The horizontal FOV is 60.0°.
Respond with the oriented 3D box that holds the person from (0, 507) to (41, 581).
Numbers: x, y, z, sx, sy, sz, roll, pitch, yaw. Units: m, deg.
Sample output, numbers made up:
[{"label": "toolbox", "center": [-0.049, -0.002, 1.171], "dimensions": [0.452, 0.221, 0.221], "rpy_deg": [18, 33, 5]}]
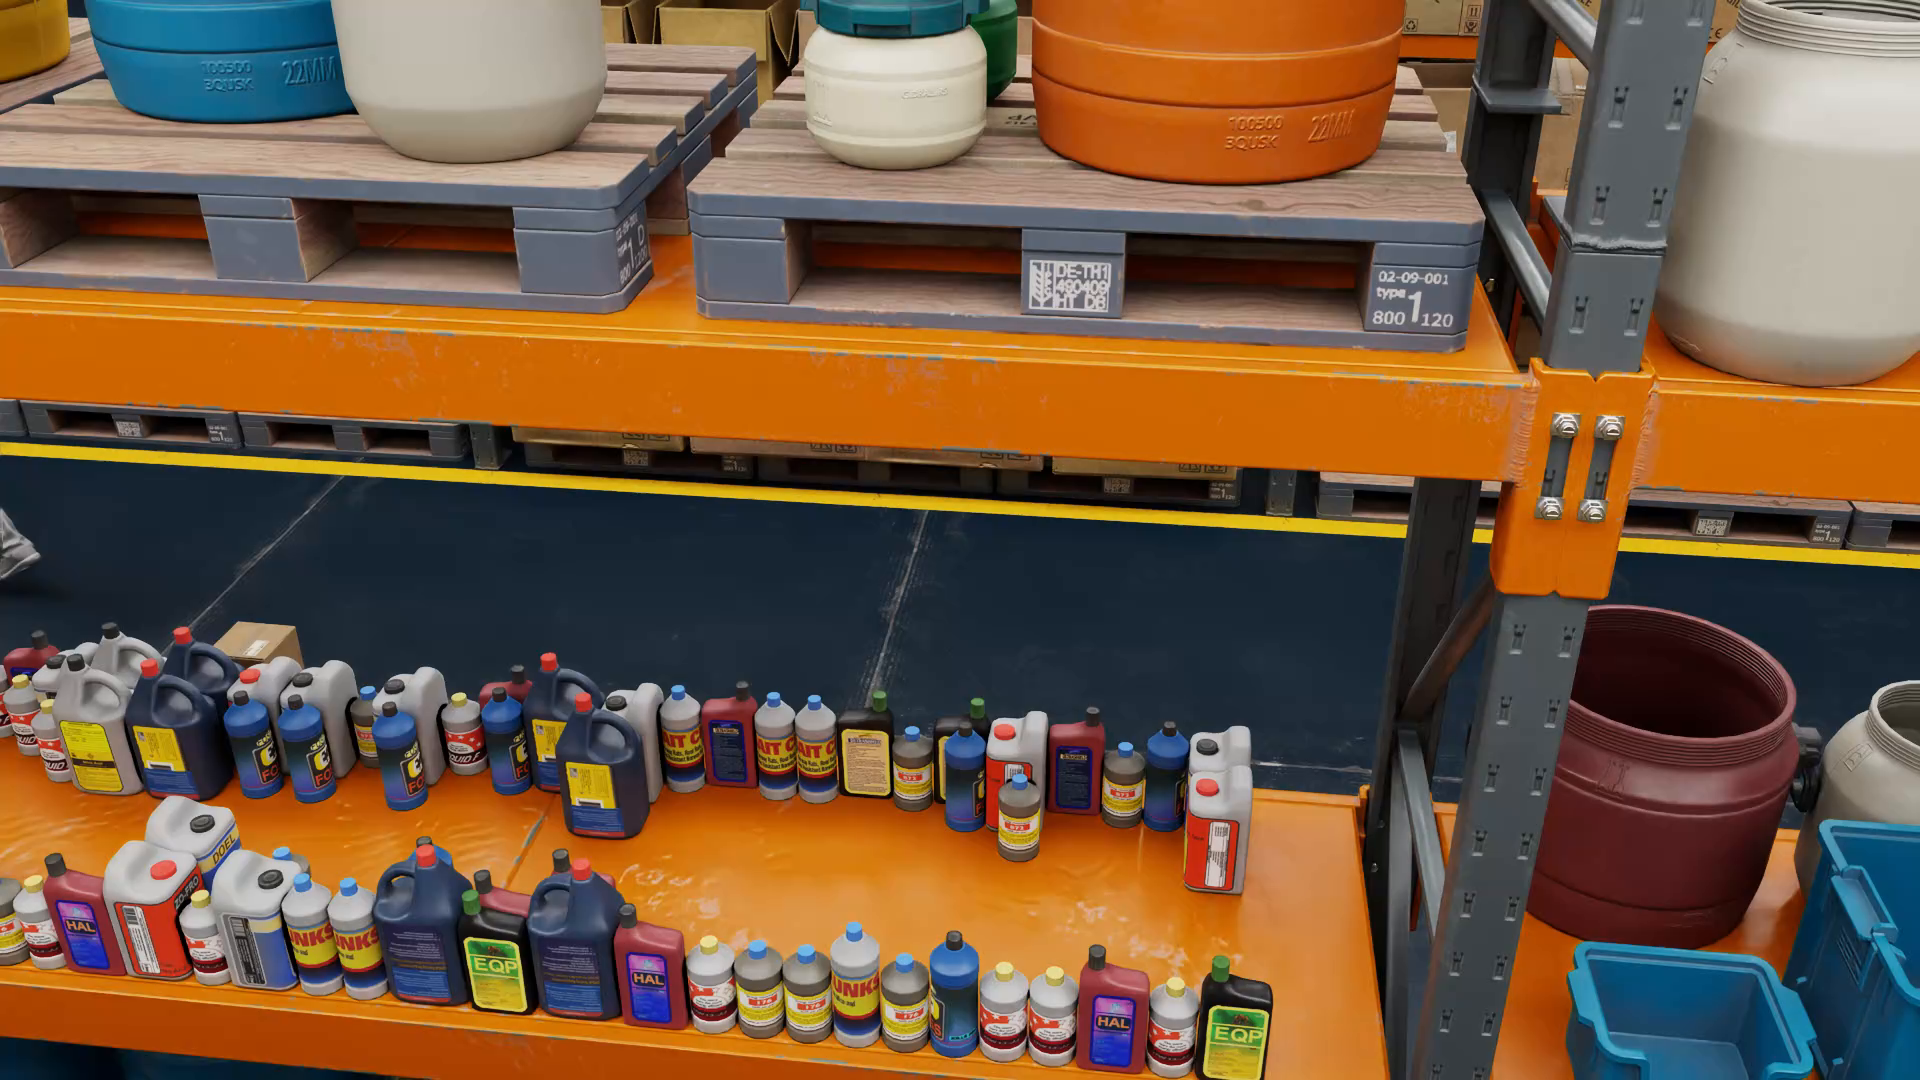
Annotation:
[{"label": "person", "center": [-4.534, -0.568, 7.129], "dimensions": [0.988, 1.639, 0.501], "rpy_deg": [10, 30, 17]}]
